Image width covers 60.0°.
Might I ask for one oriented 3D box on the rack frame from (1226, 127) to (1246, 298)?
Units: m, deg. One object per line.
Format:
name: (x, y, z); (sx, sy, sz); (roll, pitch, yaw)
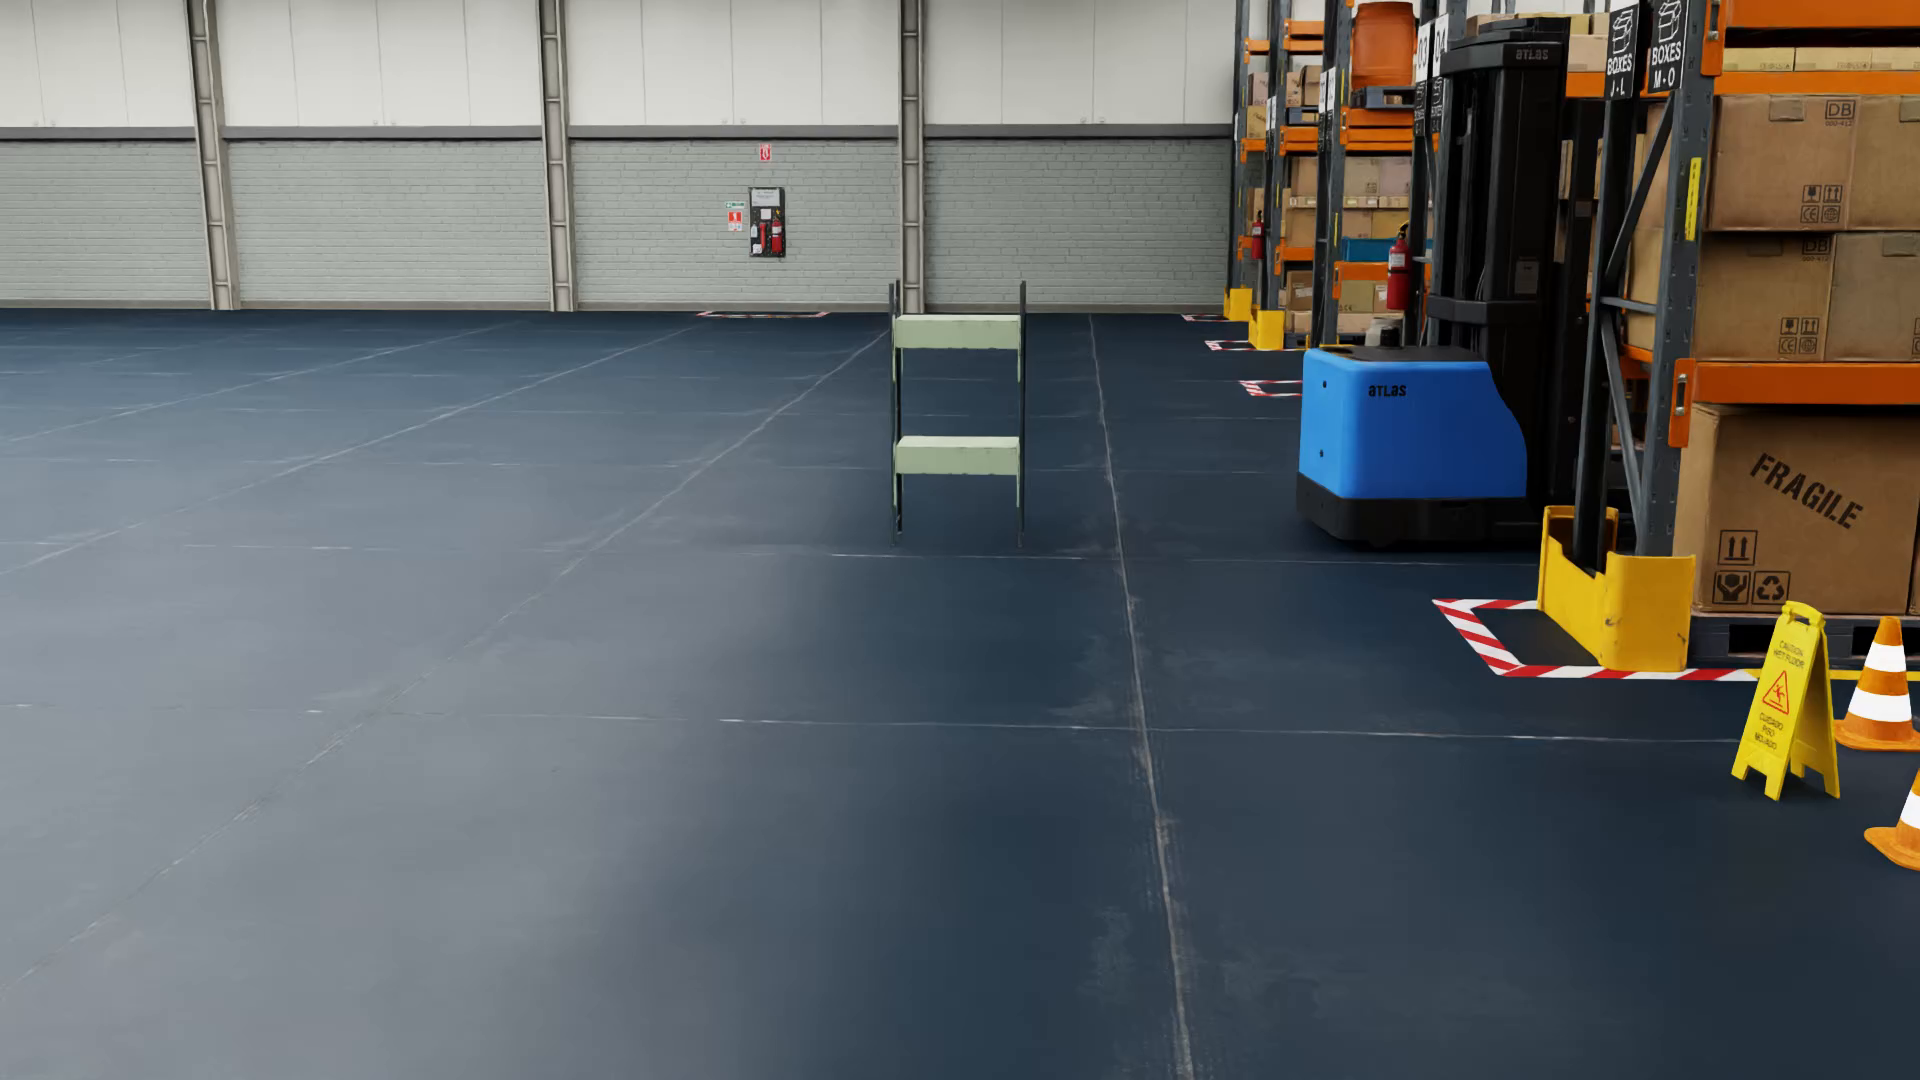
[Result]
rack frame: (4.423, -5.073, 26.694); (0.127, 3.000, 1.000); (1, 12, 4)

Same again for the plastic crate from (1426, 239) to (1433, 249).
plastic crate: (4.928, -3.021, 17.245); (0.408, 0.251, 0.499); (1, 12, 4)

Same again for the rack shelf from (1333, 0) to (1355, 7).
rack shelf: (5.756, -5.410, 16.388); (4.000, 0.370, 1.077); (1, 12, 4)

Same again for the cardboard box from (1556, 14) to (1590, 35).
cardboard box: (4.202, -3.575, 11.597); (0.250, 0.149, 0.380); (1, 12, 3)

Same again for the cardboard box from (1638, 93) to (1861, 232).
cardboard box: (3.365, -1.614, 7.156); (0.550, 0.550, 0.875); (1, 12, 4)

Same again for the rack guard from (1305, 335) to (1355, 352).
rack guard: (3.840, -1.834, 17.316); (0.348, 0.500, 1.175); (1, 12, 4)

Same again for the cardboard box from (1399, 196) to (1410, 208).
cardboard box: (5.758, -4.361, 21.461); (0.250, 0.149, 0.380); (1, 12, 3)

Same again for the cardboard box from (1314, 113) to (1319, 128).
cardboard box: (5.792, -6.523, 26.009); (0.500, 0.500, 0.500); (1, 12, 6)

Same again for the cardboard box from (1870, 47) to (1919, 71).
cardboard box: (6.428, -3.340, 11.447); (0.500, 0.250, 0.500); (1, 12, 5)

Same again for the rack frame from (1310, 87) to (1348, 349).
rack frame: (3.761, -3.049, 17.019); (0.127, 3.000, 1.000); (1, 12, 4)

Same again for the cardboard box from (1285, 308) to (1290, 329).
cardboard box: (4.650, -2.974, 22.348); (0.500, 0.250, 0.500); (1, 12, 4)

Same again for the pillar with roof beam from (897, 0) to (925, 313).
pillar with roof beam: (-1.095, -7.379, 23.067); (0.400, 9.000, 9.100); (1, 12, 4)

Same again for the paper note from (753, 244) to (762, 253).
paper note: (-3.443, -4.949, 28.254); (0.142, 0.148, 0.016); (1, 12, 4)

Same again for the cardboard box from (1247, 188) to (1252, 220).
cardboard box: (4.907, -5.413, 26.807); (0.500, 0.500, 0.500); (1, 12, 3)

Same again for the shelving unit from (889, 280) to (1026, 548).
shelving unit: (-0.007, -0.734, 9.615); (0.755, 1.500, 0.431); (1, 12, 4)

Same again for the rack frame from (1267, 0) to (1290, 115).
rack frame: (4.096, -6.997, 21.242); (0.127, 3.000, 1.000); (1, 12, 4)

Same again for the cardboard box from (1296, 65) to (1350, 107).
cardboard box: (4.669, -5.845, 21.439); (0.637, 0.503, 0.797); (2, 12, 8)

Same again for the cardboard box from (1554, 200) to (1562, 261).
cardboard box: (3.977, -2.219, 12.078); (0.500, 0.500, 0.875); (1, 12, 4)

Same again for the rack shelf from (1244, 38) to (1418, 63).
rack shelf: (6.418, -7.628, 26.023); (4.000, 0.370, 1.077); (1, 12, 4)

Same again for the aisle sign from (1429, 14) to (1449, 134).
aisle sign: (3.348, -3.249, 11.626); (0.004, 0.787, 0.394); (1, 12, 4)

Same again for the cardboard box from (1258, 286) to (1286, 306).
cardboard box: (5.107, -3.944, 26.791); (0.500, 0.311, 0.500); (-1, 12, -3)

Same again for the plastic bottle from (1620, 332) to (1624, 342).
plastic bottle: (6.974, -2.009, 17.441); (0.185, 0.351, 0.144); (1, 12, 5)

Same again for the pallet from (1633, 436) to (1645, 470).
pallet: (5.528, -0.636, 12.292); (1.213, 0.211, 1.003); (1, 12, 4)

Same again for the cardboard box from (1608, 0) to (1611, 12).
cardboard box: (4.993, -3.975, 11.928); (0.500, 0.500, 0.500); (1, 12, 4)

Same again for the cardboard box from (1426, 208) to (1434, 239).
cardboard box: (6.105, -4.080, 21.704); (0.500, 0.500, 0.700); (1, 12, 5)

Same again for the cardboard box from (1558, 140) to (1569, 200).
cardboard box: (3.960, -2.658, 11.736); (0.500, 0.500, 0.500); (1, 12, 4)

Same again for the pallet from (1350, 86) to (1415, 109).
pallet: (4.580, -4.394, 16.581); (1.213, 0.211, 1.003); (1, 12, 4)

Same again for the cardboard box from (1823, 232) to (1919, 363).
cardboard box: (3.921, -1.100, 7.334); (0.550, 0.550, 0.875); (1, 12, 4)

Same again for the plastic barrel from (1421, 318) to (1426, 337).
plastic barrel: (4.923, -2.037, 17.229); (0.421, 0.512, 0.421); (0, 12, 0)

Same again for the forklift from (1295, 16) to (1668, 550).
forklift: (3.622, -1.487, 9.717); (3.031, 2.935, 1.130); (-1, 12, -4)

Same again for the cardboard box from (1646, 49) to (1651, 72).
cardboard box: (4.902, -3.359, 11.542); (0.500, 0.250, 0.500); (1, 12, 4)

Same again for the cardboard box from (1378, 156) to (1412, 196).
cardboard box: (5.641, -4.722, 21.605); (0.500, 0.500, 0.700); (1, 12, 4)

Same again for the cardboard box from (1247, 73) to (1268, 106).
cardboard box: (4.791, -7.035, 26.010); (0.500, 0.500, 0.500); (0, 12, 0)

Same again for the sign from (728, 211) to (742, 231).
sign: (-3.815, -5.410, 28.218); (0.234, 0.329, 0.001); (1, 12, 4)

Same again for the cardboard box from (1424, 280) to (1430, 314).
cardboard box: (6.112, -3.214, 21.665); (0.500, 0.500, 0.500); (1, 12, 4)

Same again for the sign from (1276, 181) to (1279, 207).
sign: (4.053, -4.410, 21.218); (0.005, 0.325, 0.100); (1, 12, 4)

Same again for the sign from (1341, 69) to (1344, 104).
sign: (3.720, -4.409, 16.174); (0.005, 0.325, 0.100); (1, 12, 4)

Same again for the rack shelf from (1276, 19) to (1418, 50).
rack shelf: (6.091, -6.422, 21.226); (4.000, 0.370, 1.077); (1, 12, 4)

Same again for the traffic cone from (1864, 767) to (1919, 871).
traffic cone: (3.018, 0.740, 5.101); (0.334, 0.463, 0.336); (1, 12, 4)

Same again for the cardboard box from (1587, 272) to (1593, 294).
cardboard box: (4.446, -1.849, 11.894); (0.250, 0.149, 0.380); (1, 12, 4)

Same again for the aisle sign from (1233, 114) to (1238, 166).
aisle sign: (4.331, -6.285, 26.140); (0.004, 0.787, 0.394); (1, 12, 4)

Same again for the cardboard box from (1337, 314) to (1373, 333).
cardboard box: (5.115, -2.862, 21.813); (0.500, 0.250, 0.500); (1, 12, 4)

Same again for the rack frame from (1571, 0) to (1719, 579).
rack frame: (2.998, -1.025, 7.344); (0.127, 3.000, 1.000); (1, 12, 4)

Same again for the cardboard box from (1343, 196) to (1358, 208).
cardboard box: (4.985, -4.371, 21.511); (0.250, 0.149, 0.380); (1, 12, 4)

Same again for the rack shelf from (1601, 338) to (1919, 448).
rack shelf: (4.993, -0.646, 7.287); (4.000, 0.370, 1.077); (1, 12, 4)

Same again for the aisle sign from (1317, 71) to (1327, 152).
aisle sign: (3.709, -4.383, 17.047); (0.004, 0.787, 0.394); (1, 12, 4)

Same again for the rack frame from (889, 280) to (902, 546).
rack frame: (-0.372, -0.739, 9.639); (0.023, 1.500, 0.400); (1, 12, 4)

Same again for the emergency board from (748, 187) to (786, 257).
emergency board: (-3.271, -5.364, 28.084); (0.643, 1.169, 0.194); (1, 12, 4)

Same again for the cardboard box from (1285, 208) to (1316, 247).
cardboard box: (4.561, -4.101, 21.803); (0.500, 0.500, 0.700); (1, 12, 4)
